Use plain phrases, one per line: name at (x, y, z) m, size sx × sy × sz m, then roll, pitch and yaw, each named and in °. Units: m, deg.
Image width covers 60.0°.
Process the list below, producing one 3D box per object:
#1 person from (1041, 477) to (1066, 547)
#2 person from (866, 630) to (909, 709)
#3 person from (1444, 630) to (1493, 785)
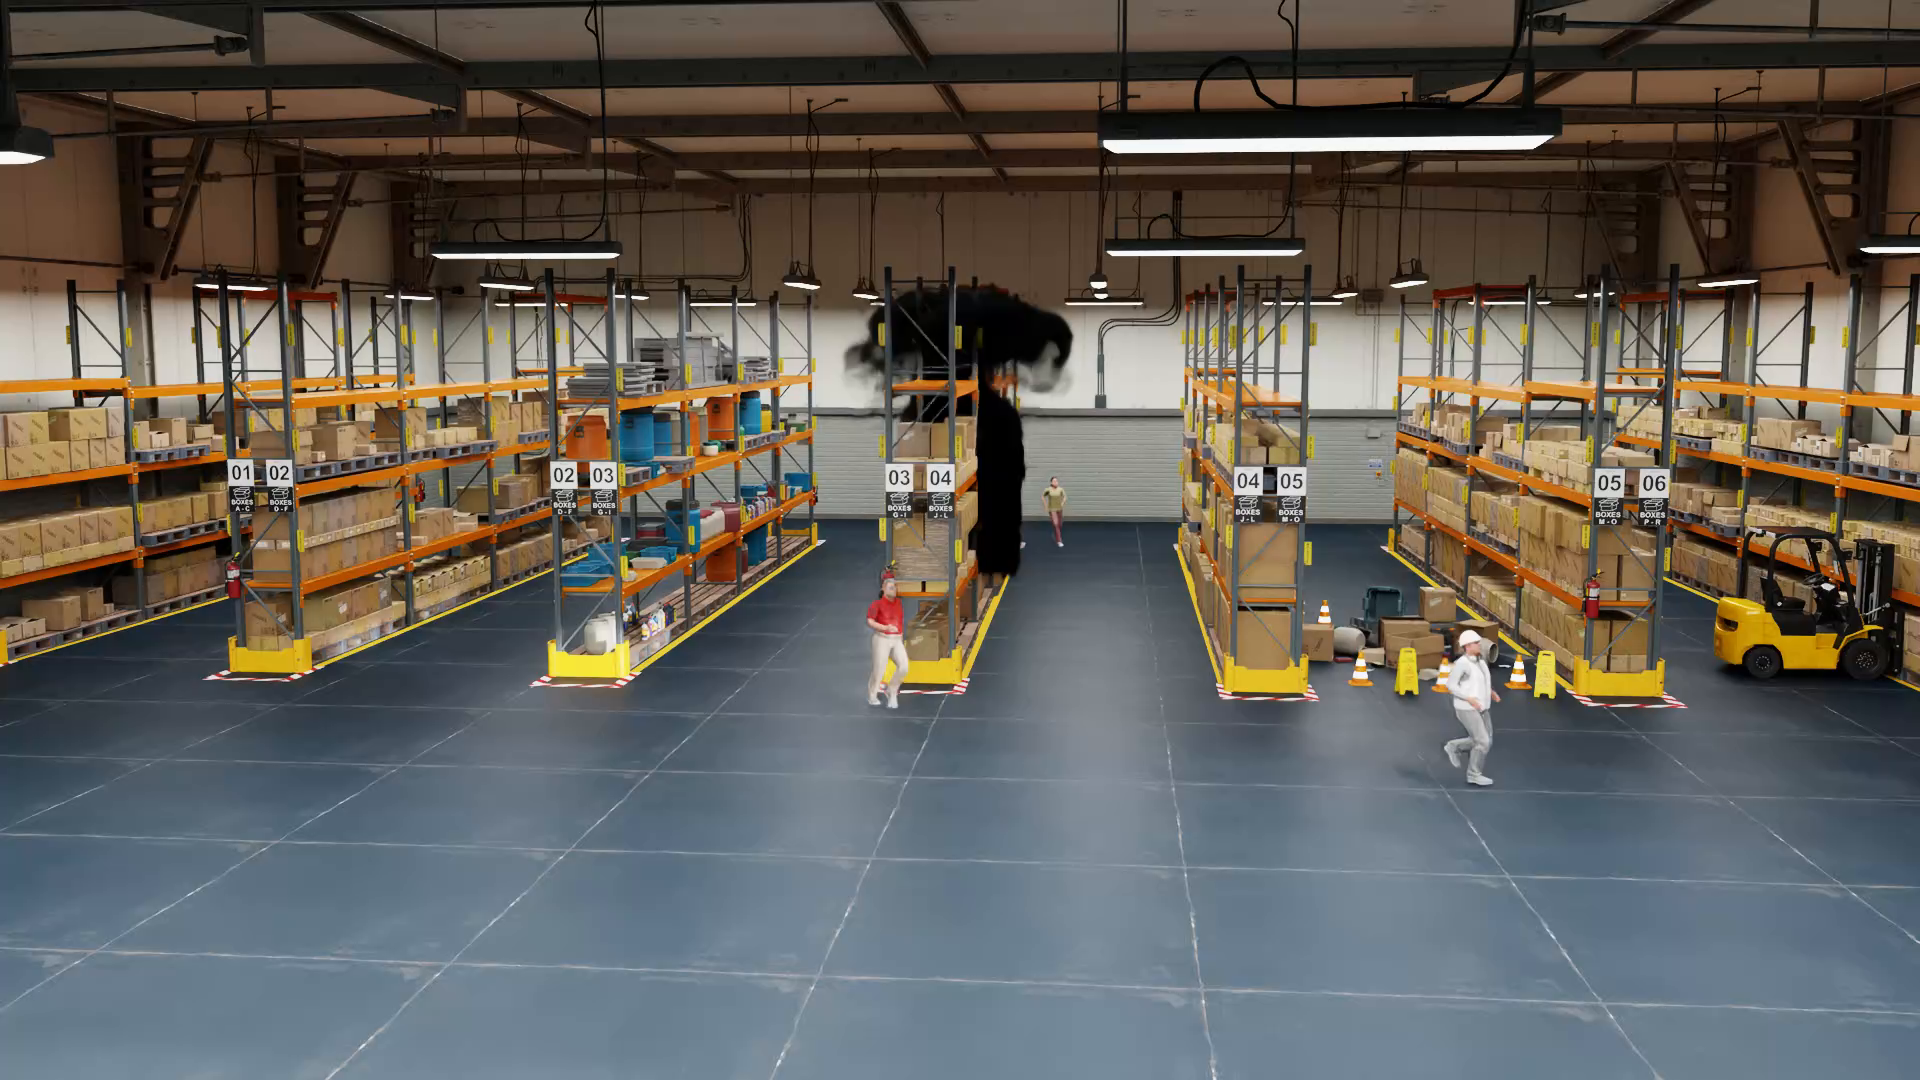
person at (2.276, -0.711, 40.321) m, size 0.611 × 1.665 × 0.739 m, roll -2°, pitch 7°, yaw -14°
person at (-0.992, 1.758, 22.634) m, size 0.430 × 1.108 × 0.610 m, roll -5°, pitch 9°, yaw -36°
person at (5.747, 1.874, 18.772) m, size 0.447 × 1.725 × 0.668 m, roll -7°, pitch 10°, yaw -44°
